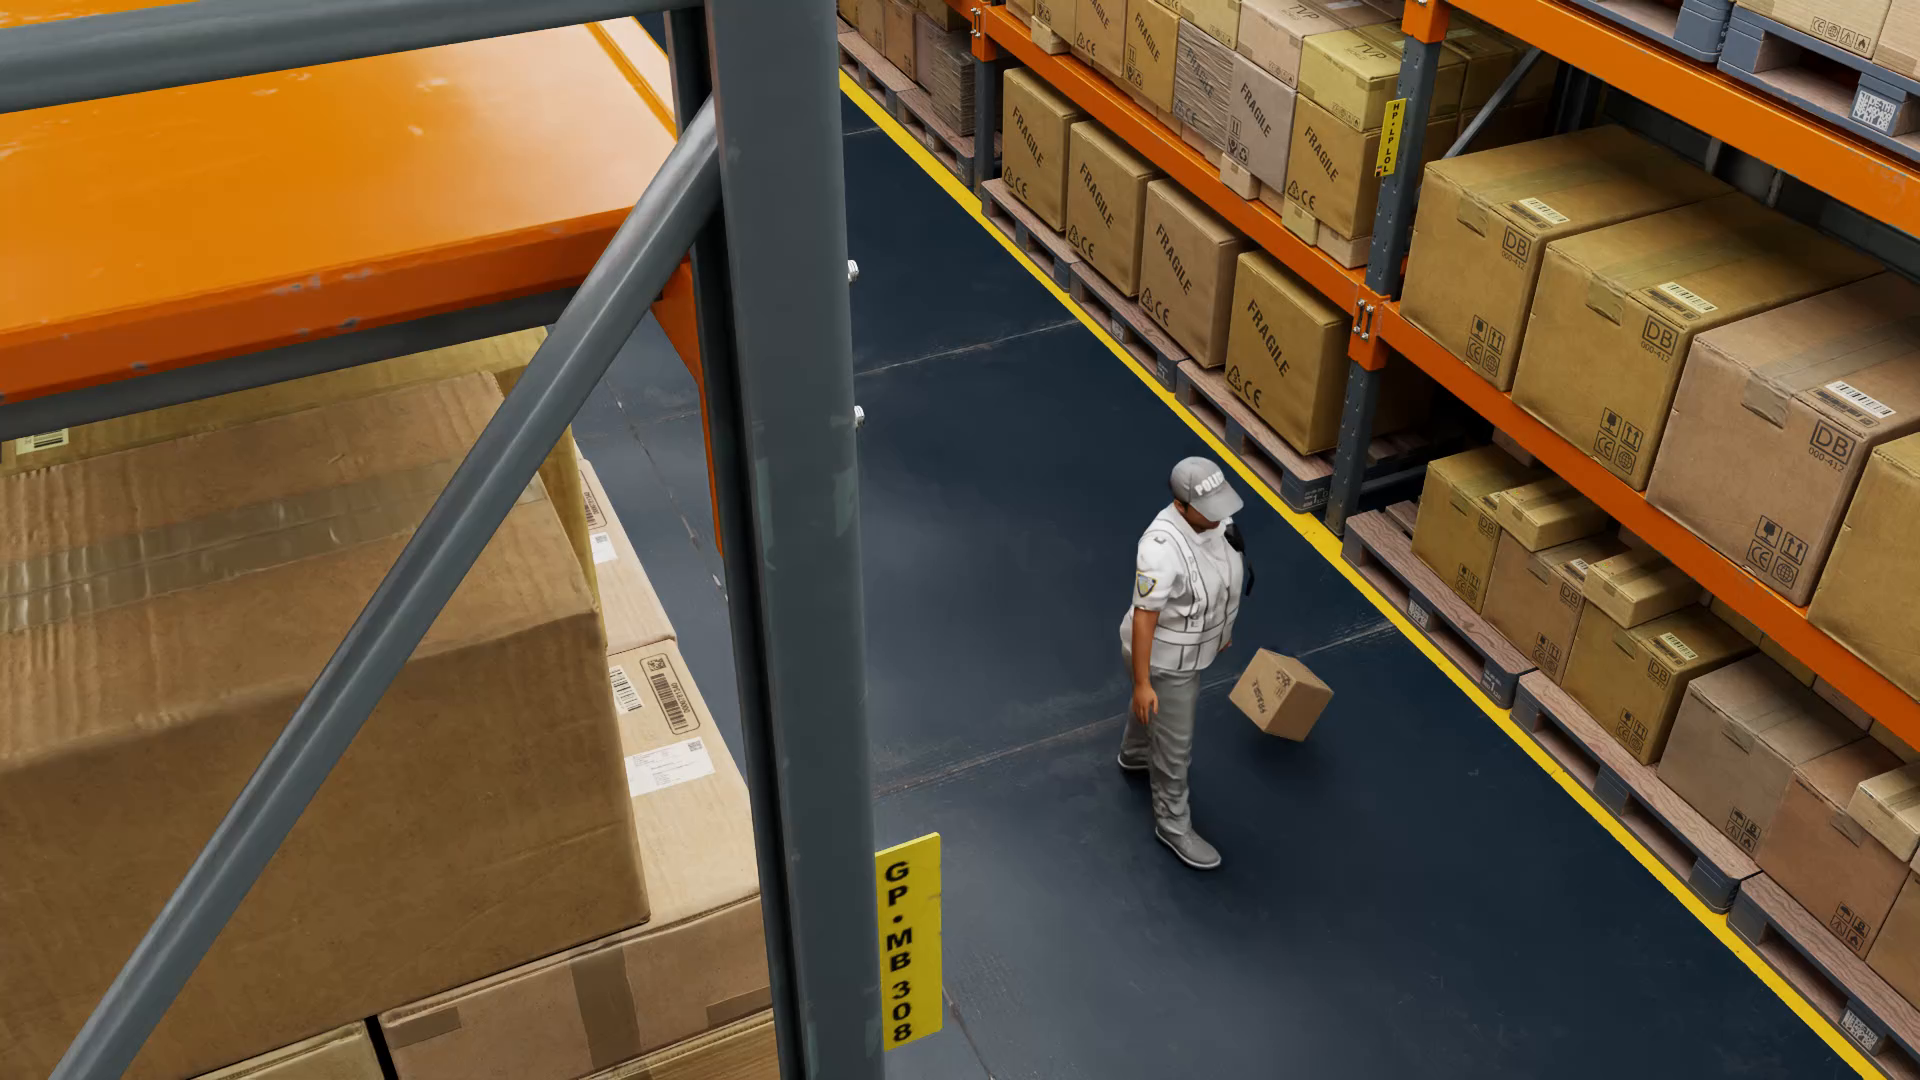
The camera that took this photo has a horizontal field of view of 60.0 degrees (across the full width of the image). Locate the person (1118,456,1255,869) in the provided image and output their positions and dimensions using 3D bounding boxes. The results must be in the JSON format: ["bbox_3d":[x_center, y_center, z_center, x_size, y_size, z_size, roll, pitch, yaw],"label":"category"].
[{"bbox_3d":[0.825,0.418,6.081,0.616,1.651,0.629,23,43,27],"label":"person"}]
